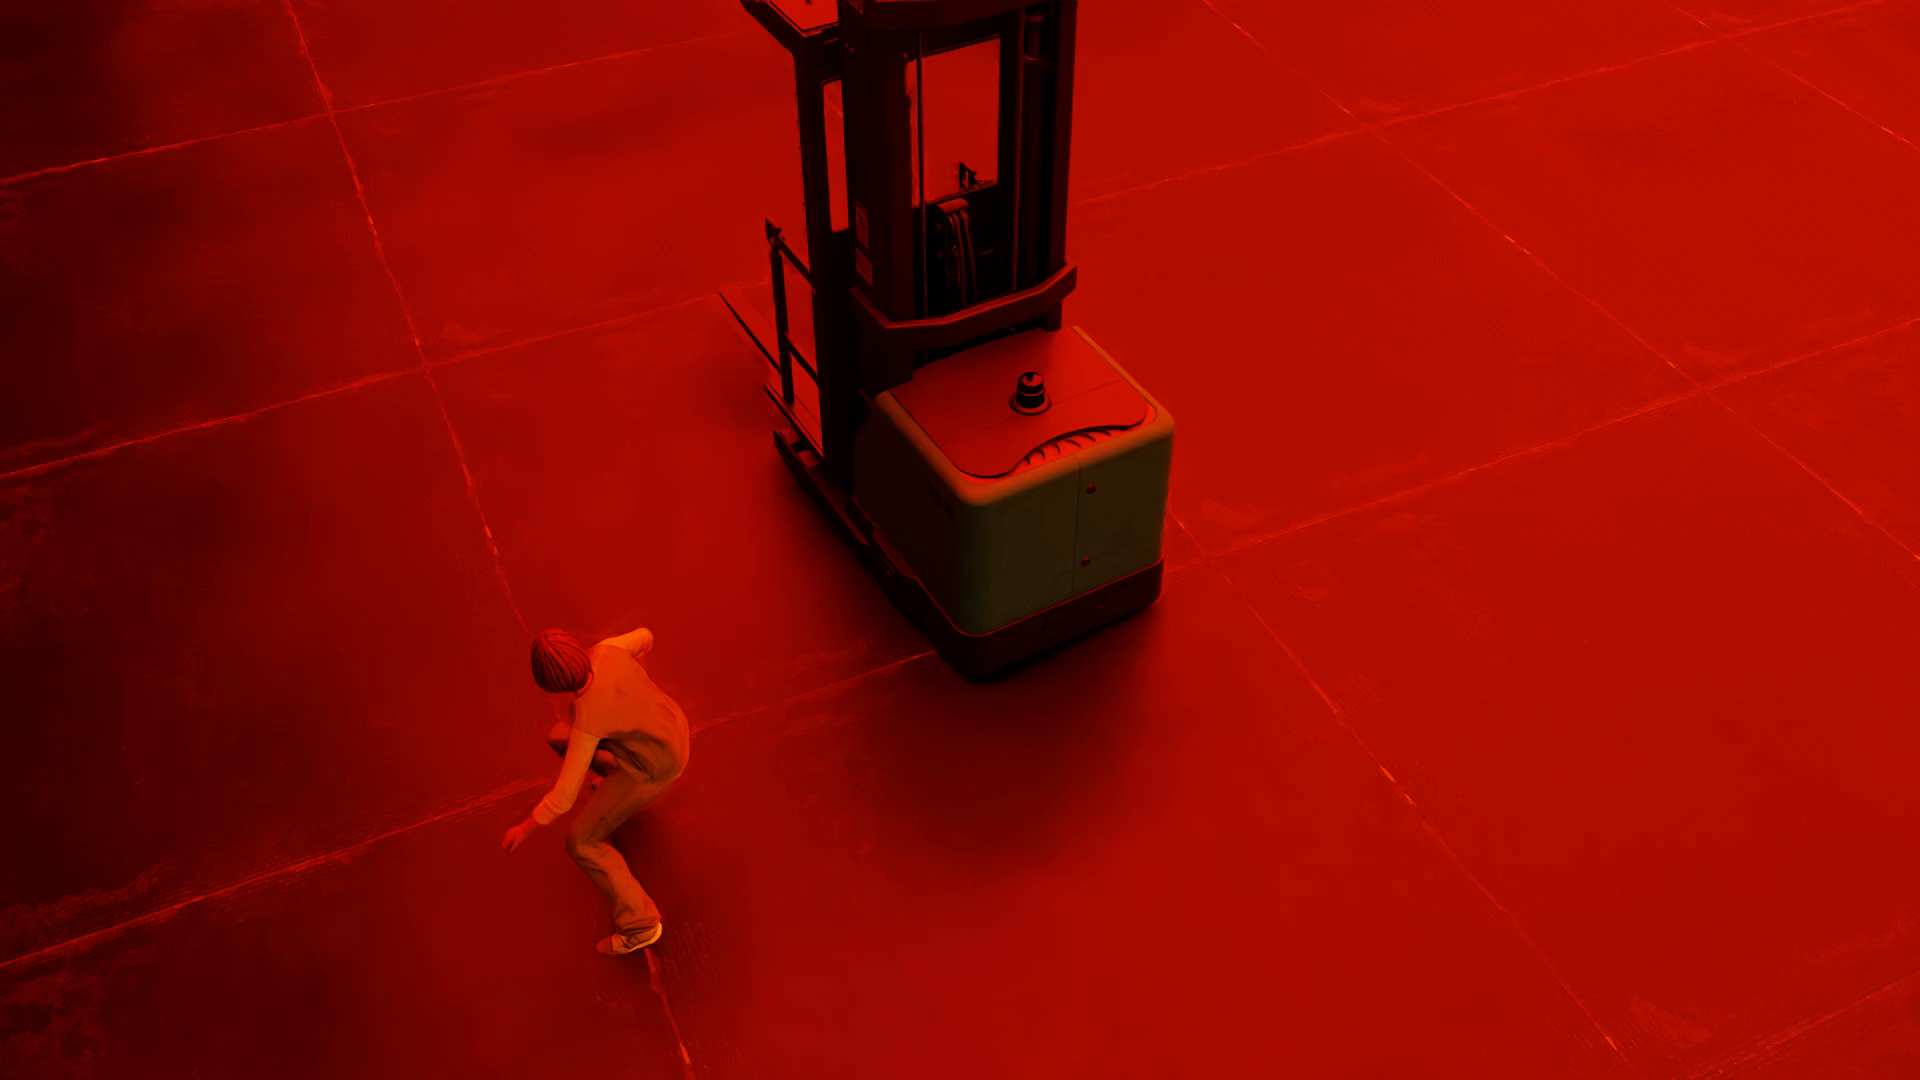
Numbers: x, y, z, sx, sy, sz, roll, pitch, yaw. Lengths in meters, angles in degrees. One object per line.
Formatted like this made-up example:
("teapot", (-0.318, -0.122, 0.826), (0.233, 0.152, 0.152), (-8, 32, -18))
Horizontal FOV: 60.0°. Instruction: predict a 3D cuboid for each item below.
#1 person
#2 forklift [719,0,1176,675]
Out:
("person", (-1.306, 0.808, 6.011), (0.635, 1.386, 0.771), (0, 43, 0))
("forklift", (-0.263, -1.489, 7.276), (1.130, 2.935, 3.031), (-21, 47, -21))
